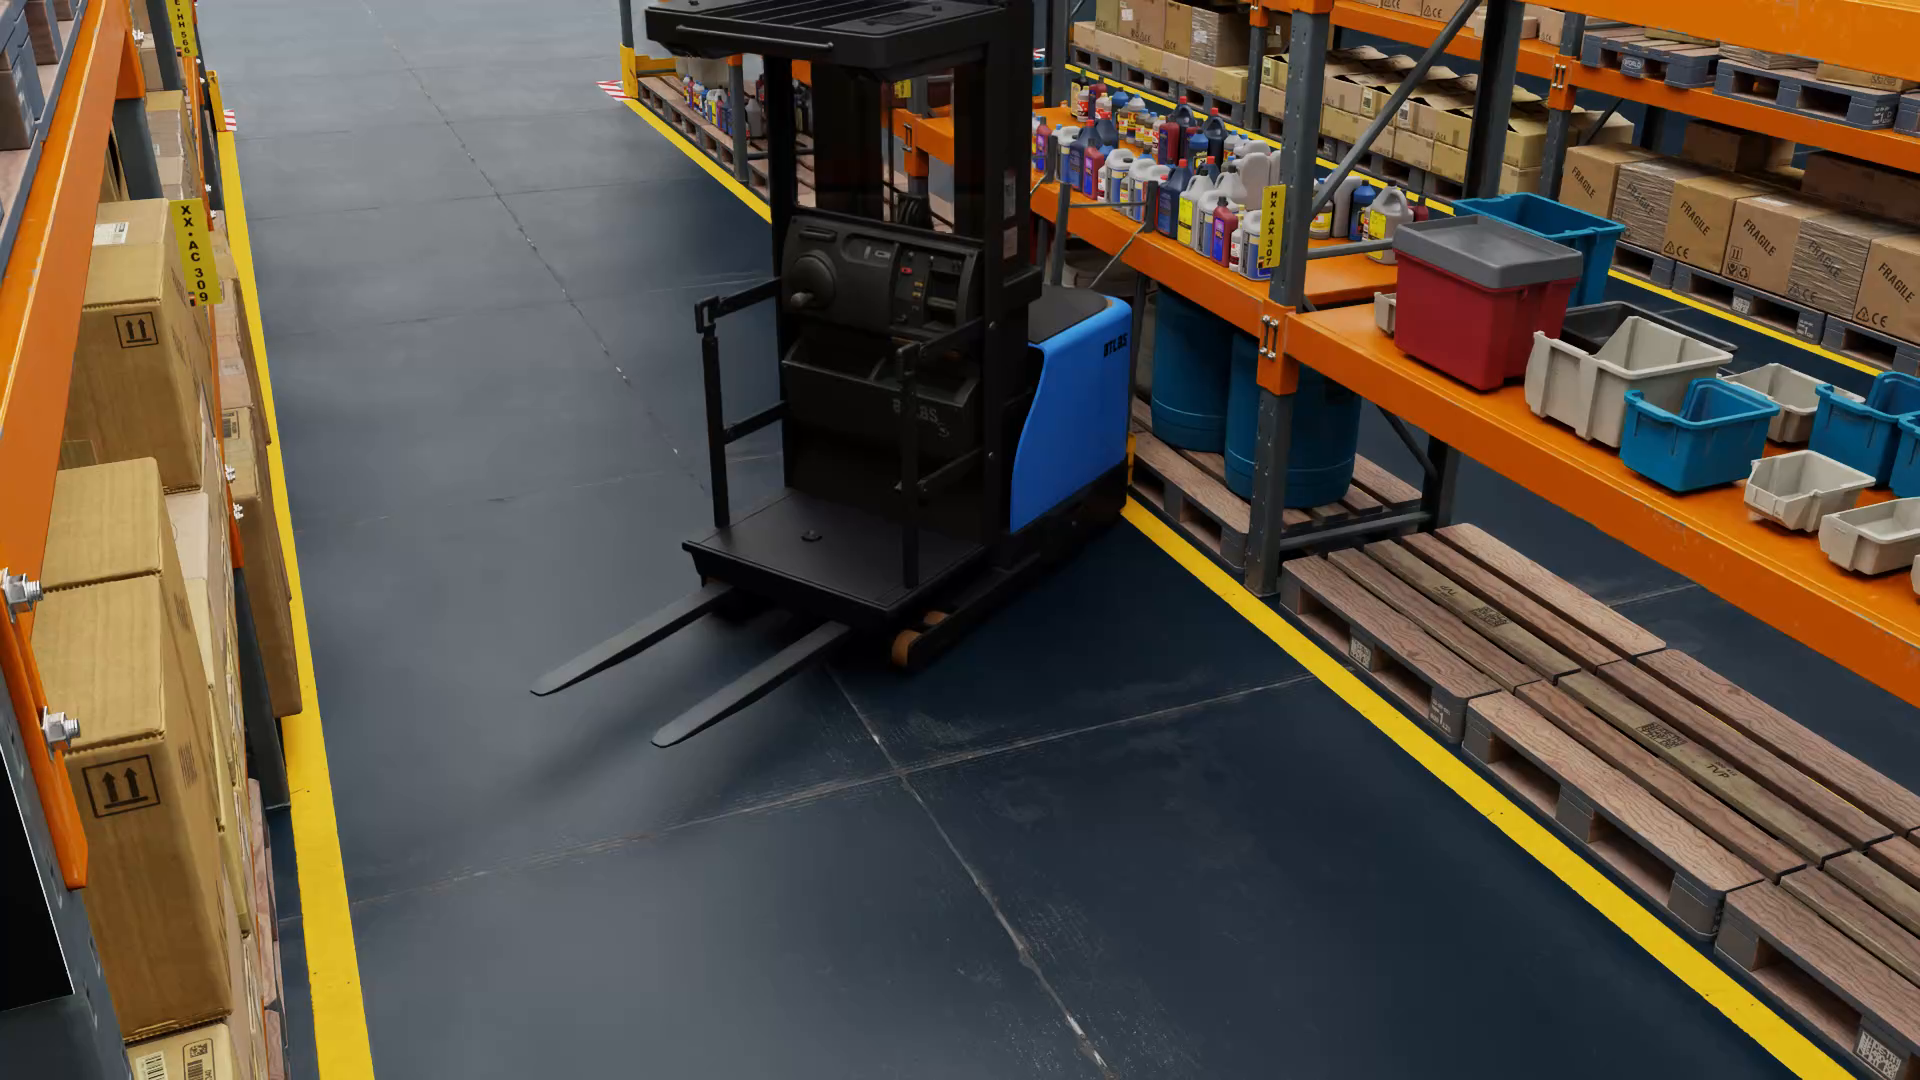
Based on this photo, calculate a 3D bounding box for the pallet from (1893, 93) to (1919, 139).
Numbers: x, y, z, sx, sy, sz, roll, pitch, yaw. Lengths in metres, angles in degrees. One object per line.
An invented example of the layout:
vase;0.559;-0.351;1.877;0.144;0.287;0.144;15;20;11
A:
pallet;6.078;-2.304;9.268;1.003;0.211;1.213;-11;28;-21

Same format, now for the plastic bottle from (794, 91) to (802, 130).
plastic bottle;-1.469;-3.808;14.649;0.144;0.351;0.185;-11;28;-21

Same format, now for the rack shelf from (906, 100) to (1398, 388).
rack shelf;0.948;-1.683;8.598;1.077;0.370;4.000;-11;28;-21

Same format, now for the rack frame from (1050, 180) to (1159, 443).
rack frame;0.626;-0.940;7.840;0.500;1.500;0.032;-7;27;-24

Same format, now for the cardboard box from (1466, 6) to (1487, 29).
cardboard box;4.172;-4.056;12.924;0.380;0.149;0.250;-8;27;-17

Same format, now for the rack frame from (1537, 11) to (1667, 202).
rack frame;4.724;-3.663;11.834;1.000;3.000;0.127;-11;28;-21

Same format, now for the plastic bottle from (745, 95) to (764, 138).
plastic bottle;-1.787;-3.671;14.368;0.144;0.351;0.185;-11;28;-21

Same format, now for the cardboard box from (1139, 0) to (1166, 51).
cardboard box;2.181;-5.322;17.033;0.500;0.500;0.500;-11;28;-21

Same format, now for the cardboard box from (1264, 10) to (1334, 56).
cardboard box;3.264;-4.809;15.982;0.500;0.500;0.500;-11;28;-21

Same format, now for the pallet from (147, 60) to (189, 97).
pallet;-5.206;-2.669;10.016;1.003;0.211;1.213;-11;28;-21

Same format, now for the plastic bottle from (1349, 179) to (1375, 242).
plastic bottle;1.828;-1.499;7.548;0.097;0.271;0.097;0;26;0

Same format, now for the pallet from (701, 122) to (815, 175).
pallet;-1.627;-3.454;14.583;1.003;0.211;1.213;-11;28;-21

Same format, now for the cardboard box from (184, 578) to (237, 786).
cardboard box;-1.812;0.338;3.470;0.500;0.250;0.500;-11;28;-22

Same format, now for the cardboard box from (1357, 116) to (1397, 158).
cardboard box;3.690;-3.405;13.961;0.500;0.250;0.500;-10;28;-20

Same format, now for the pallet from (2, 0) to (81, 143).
pallet;-2.042;-0.832;2.718;1.003;0.211;1.213;-11;28;-21

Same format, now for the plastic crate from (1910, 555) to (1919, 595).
plastic crate;2.711;0.090;4.379;0.396;0.136;0.243;-11;28;-21

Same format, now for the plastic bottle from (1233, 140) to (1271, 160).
plastic bottle;1.447;-1.863;8.288;0.152;0.276;0.135;-11;28;-21

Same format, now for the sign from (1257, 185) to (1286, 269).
sign;1.224;-1.230;6.534;0.100;0.325;0.005;-11;28;-21

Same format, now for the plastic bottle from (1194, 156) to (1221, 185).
plastic bottle;1.130;-1.591;7.646;0.144;0.351;0.185;-11;28;-21

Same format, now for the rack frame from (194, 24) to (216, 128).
rack frame;-7.526;-5.192;14.966;1.000;3.000;0.127;-11;28;-21

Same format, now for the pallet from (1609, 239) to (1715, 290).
pallet;4.981;-2.102;11.815;1.003;0.211;1.213;-11;28;-21

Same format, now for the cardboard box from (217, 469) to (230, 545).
cardboard box;-2.304;-0.064;4.749;0.380;0.149;0.250;-10;28;-20

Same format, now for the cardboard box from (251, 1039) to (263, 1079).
cardboard box;-1.298;0.973;2.625;0.380;0.149;0.250;-11;28;-22

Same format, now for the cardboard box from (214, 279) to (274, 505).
cardboard box;-3.800;-0.553;7.408;1.225;0.875;0.875;-10;28;-20

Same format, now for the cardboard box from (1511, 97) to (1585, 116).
cardboard box;4.575;-3.341;13.190;0.500;0.311;0.500;-11;28;-22

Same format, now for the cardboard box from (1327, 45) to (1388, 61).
cardboard box;3.580;-4.369;15.296;0.500;0.311;0.500;-11;28;-21

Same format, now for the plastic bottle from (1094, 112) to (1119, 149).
plastic bottle;0.726;-2.017;8.518;0.144;0.351;0.185;-11;28;-21

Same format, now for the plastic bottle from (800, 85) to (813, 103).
plastic bottle;-1.336;-3.833;14.700;0.144;0.351;0.185;-10;28;-19

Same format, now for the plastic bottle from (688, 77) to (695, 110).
plastic bottle;-2.473;-4.140;15.406;0.061;0.283;0.133;-10;28;-20

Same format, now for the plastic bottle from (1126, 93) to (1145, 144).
plastic bottle;0.987;-2.366;9.324;0.097;0.271;0.097;0;26;0

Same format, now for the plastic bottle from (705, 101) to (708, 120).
plastic bottle;-2.252;-3.896;15.000;0.097;0.201;0.097;0;26;0

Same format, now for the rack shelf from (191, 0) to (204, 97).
rack shelf;-6.743;-4.062;13.470;1.077;0.370;4.000;-11;28;-21

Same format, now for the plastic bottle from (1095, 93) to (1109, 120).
plastic bottle;0.834;-2.492;9.661;0.097;0.201;0.097;0;26;0

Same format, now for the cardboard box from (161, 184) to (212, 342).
cardboard box;-3.170;-1.026;6.320;0.500;0.500;0.500;-11;28;-22

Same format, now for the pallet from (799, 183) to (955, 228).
pallet;-0.577;-2.372;12.367;1.003;0.211;1.213;-11;28;-21

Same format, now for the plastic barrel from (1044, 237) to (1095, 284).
plastic barrel;0.675;-1.477;9.714;0.421;0.512;0.421;0;26;0

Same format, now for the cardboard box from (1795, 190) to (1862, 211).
cardboard box;5.719;-1.981;10.736;0.500;0.500;0.500;-12;28;-23

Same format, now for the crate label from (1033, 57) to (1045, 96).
crate label;0.344;-2.973;10.611;0.303;0.233;0.416;-11;28;-21

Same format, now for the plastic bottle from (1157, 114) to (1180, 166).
plastic bottle;1.103;-2.111;8.787;0.061;0.283;0.133;-11;28;-21

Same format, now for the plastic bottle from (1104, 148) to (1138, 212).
plastic bottle;0.795;-1.746;8.048;0.152;0.276;0.135;-11;28;-21

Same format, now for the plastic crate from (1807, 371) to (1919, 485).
plastic crate;2.870;-0.345;5.160;0.416;0.233;0.300;-11;28;-21

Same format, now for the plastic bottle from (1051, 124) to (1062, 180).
plastic bottle;0.509;-2.008;8.590;0.097;0.271;0.097;0;26;0

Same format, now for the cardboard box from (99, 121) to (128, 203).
cardboard box;-3.084;-1.100;5.327;0.797;0.503;0.637;-11;28;-22

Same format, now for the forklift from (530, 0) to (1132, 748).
forklift;-0.451;-1.028;6.515;1.130;2.935;3.031;17;31;31

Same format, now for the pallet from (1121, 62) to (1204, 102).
pallet;2.403;-4.847;17.436;1.003;0.211;1.213;-11;28;-21

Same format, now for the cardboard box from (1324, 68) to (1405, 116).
cardboard box;3.485;-3.862;14.257;0.500;0.311;0.500;-12;28;-22

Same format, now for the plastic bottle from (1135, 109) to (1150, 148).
plastic bottle;1.025;-2.295;9.258;0.097;0.201;0.097;0;26;0

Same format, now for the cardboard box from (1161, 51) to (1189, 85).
cardboard box;2.378;-4.784;16.784;0.500;0.250;0.500;-11;28;-21

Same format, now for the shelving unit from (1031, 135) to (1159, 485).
shelving unit;0.422;-1.141;8.249;0.587;1.500;1.083;-7;27;-24

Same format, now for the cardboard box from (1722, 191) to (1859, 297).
cardboard box;5.250;-1.881;10.532;0.500;0.500;0.500;-12;28;-22

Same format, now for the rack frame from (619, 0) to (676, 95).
rack frame;-2.968;-6.043;16.709;1.000;3.000;0.127;-11;28;-21

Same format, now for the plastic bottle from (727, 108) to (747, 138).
plastic bottle;-1.919;-3.646;14.317;0.144;0.351;0.185;-11;28;-22

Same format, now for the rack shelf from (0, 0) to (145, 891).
rack shelf;-2.043;-0.565;2.890;1.077;0.370;4.000;-11;28;-21

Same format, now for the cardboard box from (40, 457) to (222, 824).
cardboard box;-1.604;0.213;2.871;0.500;0.500;0.500;-11;28;-22

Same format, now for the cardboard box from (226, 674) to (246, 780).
cardboard box;-1.803;0.453;3.689;0.380;0.149;0.250;-10;28;-20

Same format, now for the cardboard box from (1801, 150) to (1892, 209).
cardboard box;5.736;-2.303;10.541;0.500;0.250;0.500;-11;28;-22

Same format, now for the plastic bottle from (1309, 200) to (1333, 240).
plastic bottle;1.649;-1.481;7.591;0.097;0.201;0.097;0;26;0

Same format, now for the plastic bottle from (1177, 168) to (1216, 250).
plastic bottle;1.070;-1.492;7.443;0.144;0.351;0.185;-11;28;-21
